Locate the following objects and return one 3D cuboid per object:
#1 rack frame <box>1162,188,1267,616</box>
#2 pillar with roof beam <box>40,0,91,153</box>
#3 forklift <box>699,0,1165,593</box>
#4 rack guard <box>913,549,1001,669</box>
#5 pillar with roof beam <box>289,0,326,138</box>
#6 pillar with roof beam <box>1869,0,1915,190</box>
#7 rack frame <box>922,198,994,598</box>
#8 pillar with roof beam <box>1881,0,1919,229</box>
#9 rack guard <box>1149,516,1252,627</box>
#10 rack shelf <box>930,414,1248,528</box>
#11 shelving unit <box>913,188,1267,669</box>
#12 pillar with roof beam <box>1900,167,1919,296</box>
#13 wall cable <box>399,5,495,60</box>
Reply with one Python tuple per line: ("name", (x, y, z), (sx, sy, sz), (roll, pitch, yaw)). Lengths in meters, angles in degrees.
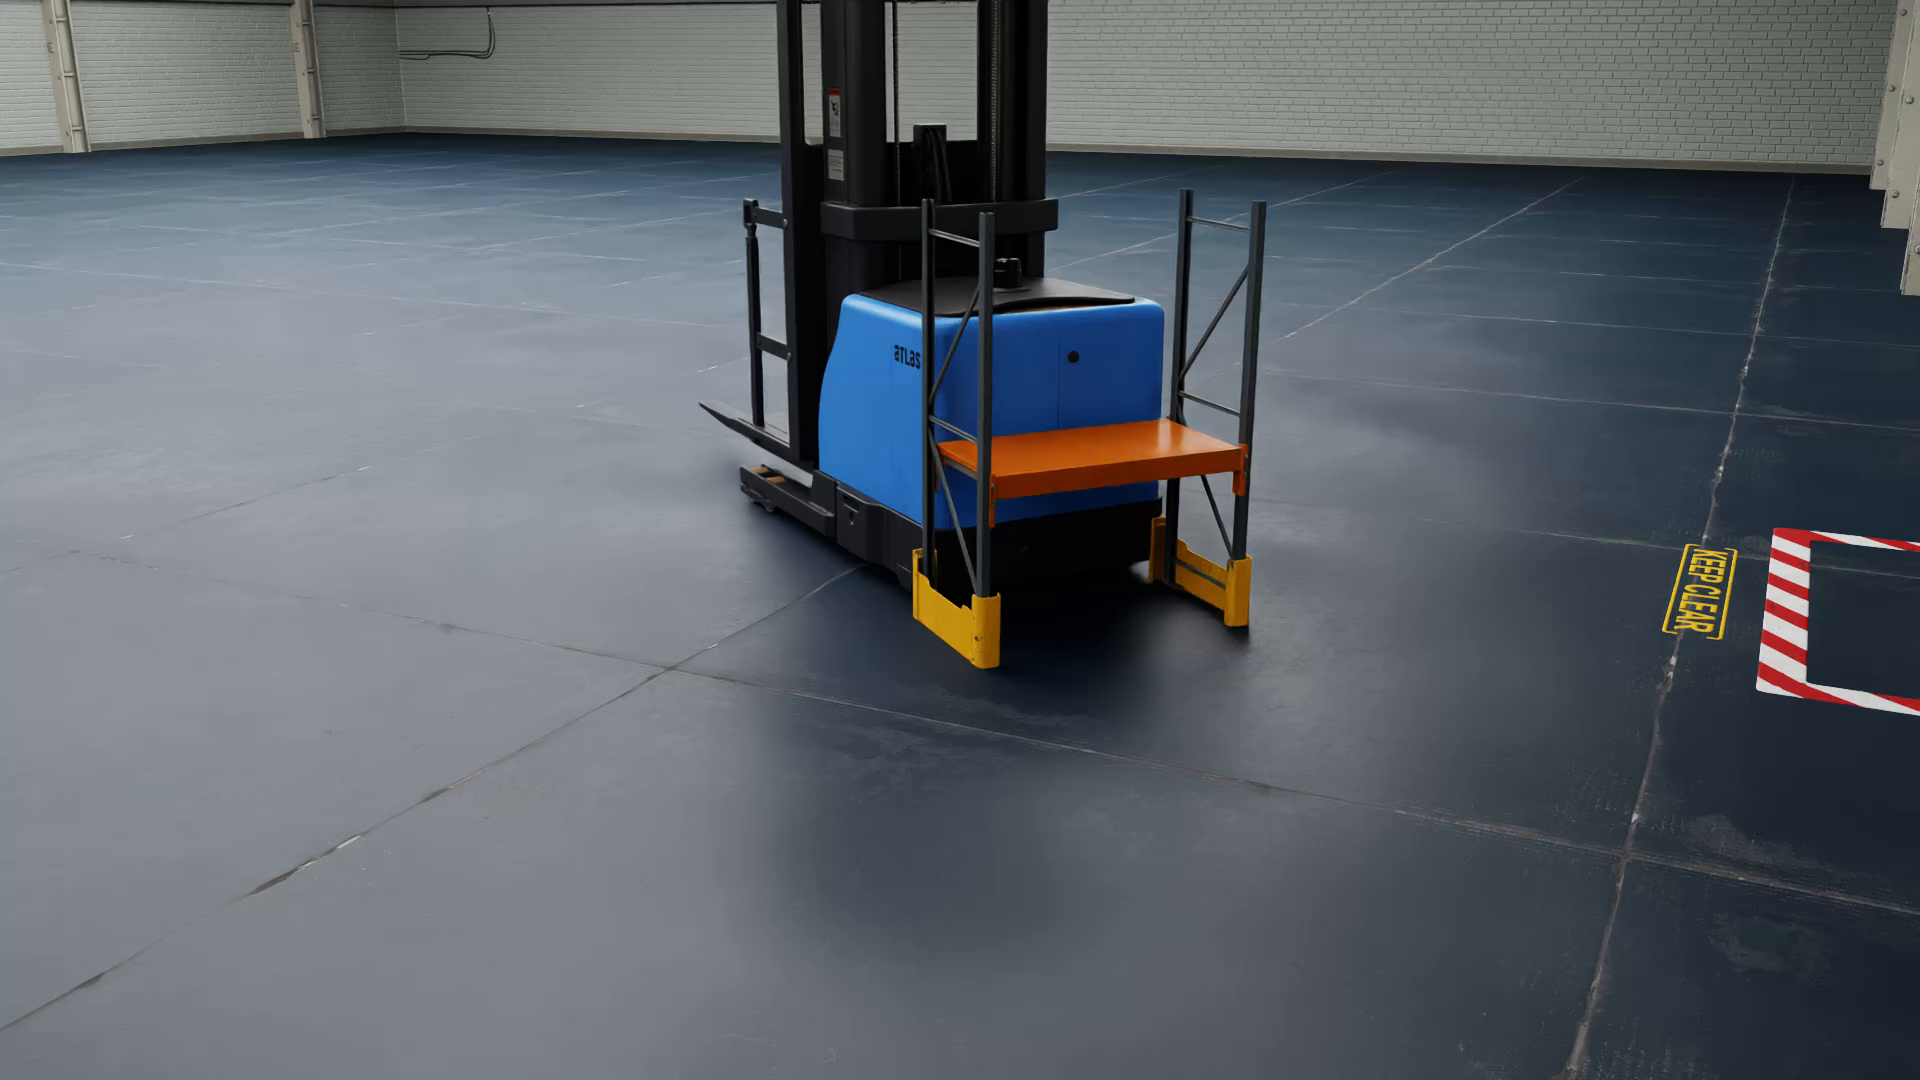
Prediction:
("rack frame", (0.909, -0.488, 6.018), (0.032, 1.500, 0.500), (-7, 19, -24))
("pillar with roof beam", (-13.513, -11.394, 29.580), (9.100, 9.000, 0.400), (8, 18, 25))
("forklift", (-0.348, -1.579, 7.193), (1.130, 2.935, 3.031), (-9, 19, -27))
("rack guard", (-0.017, 0.230, 5.797), (0.087, 0.250, 0.587), (-7, 19, -24))
("pillar with roof beam", (-10.831, -12.922, 34.725), (9.100, 9.000, 0.400), (8, 18, 25))
("pillar with roof beam", (9.646, -10.010, 24.921), (9.100, 9.000, 0.400), (8, 18, 25))
("rack frame", (-0.015, -0.367, 5.611), (0.032, 1.500, 0.500), (-7, 19, -24))
("pillar with roof beam", (6.965, -8.481, 19.775), (9.100, 9.000, 0.400), (8, 18, 25))
("rack guard", (0.887, 0.111, 6.196), (0.087, 0.250, 0.587), (-7, 19, -24))
("rack shelf", (0.446, -0.256, 5.868), (1.000, 0.185, 0.538), (-7, 19, -24))
("shelving unit", (0.439, -0.426, 5.811), (1.083, 1.500, 0.587), (-7, 19, -24))
("pillar with roof beam", (4.284, -6.953, 14.630), (9.100, 9.000, 0.400), (8, 18, 25))
("wall cable", (-12.183, -12.563, 38.972), (3.097, 2.526, 0.112), (8, 18, 25))
